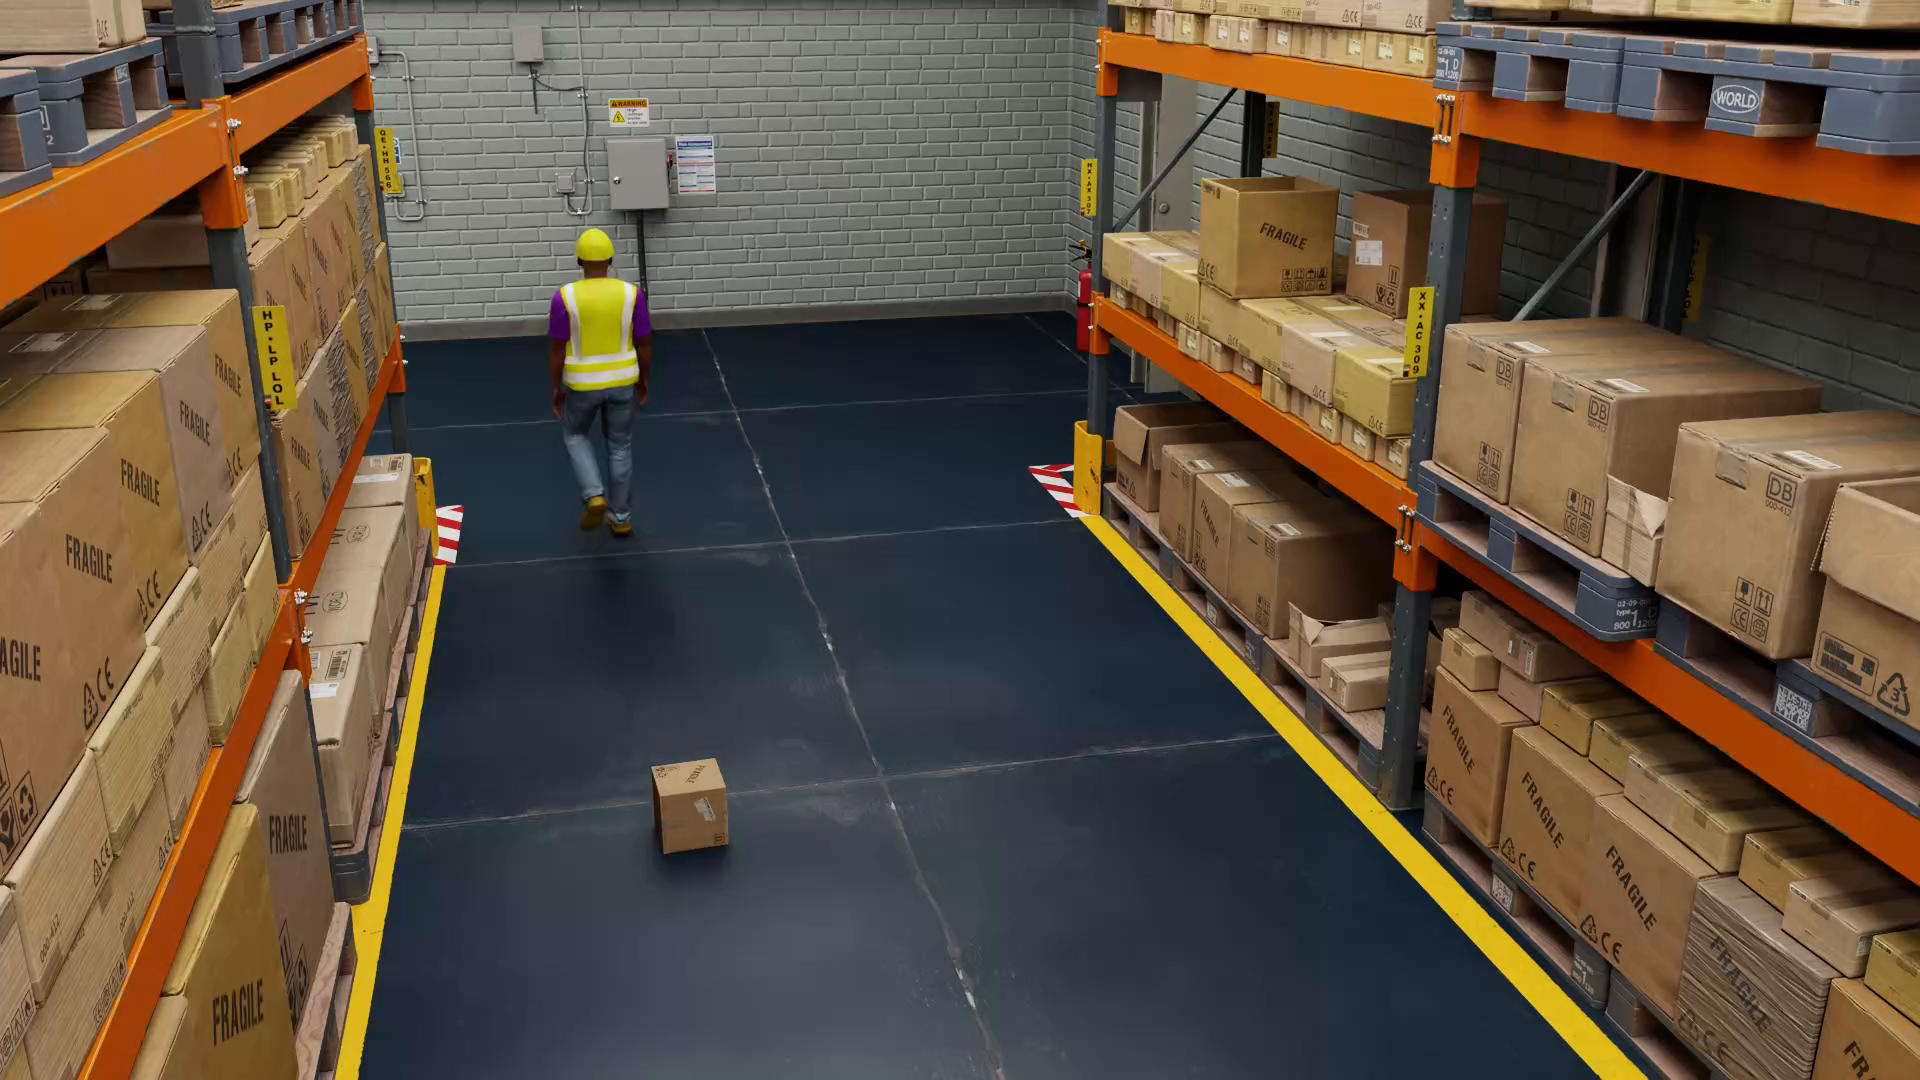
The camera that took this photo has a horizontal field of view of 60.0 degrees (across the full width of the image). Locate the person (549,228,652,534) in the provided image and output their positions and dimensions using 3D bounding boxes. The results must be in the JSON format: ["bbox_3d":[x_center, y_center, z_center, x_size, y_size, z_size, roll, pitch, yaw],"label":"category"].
[{"bbox_3d":[-2.059,-0.905,9.523,0.589,1.769,0.460,-7,21,-18],"label":"person"}]
